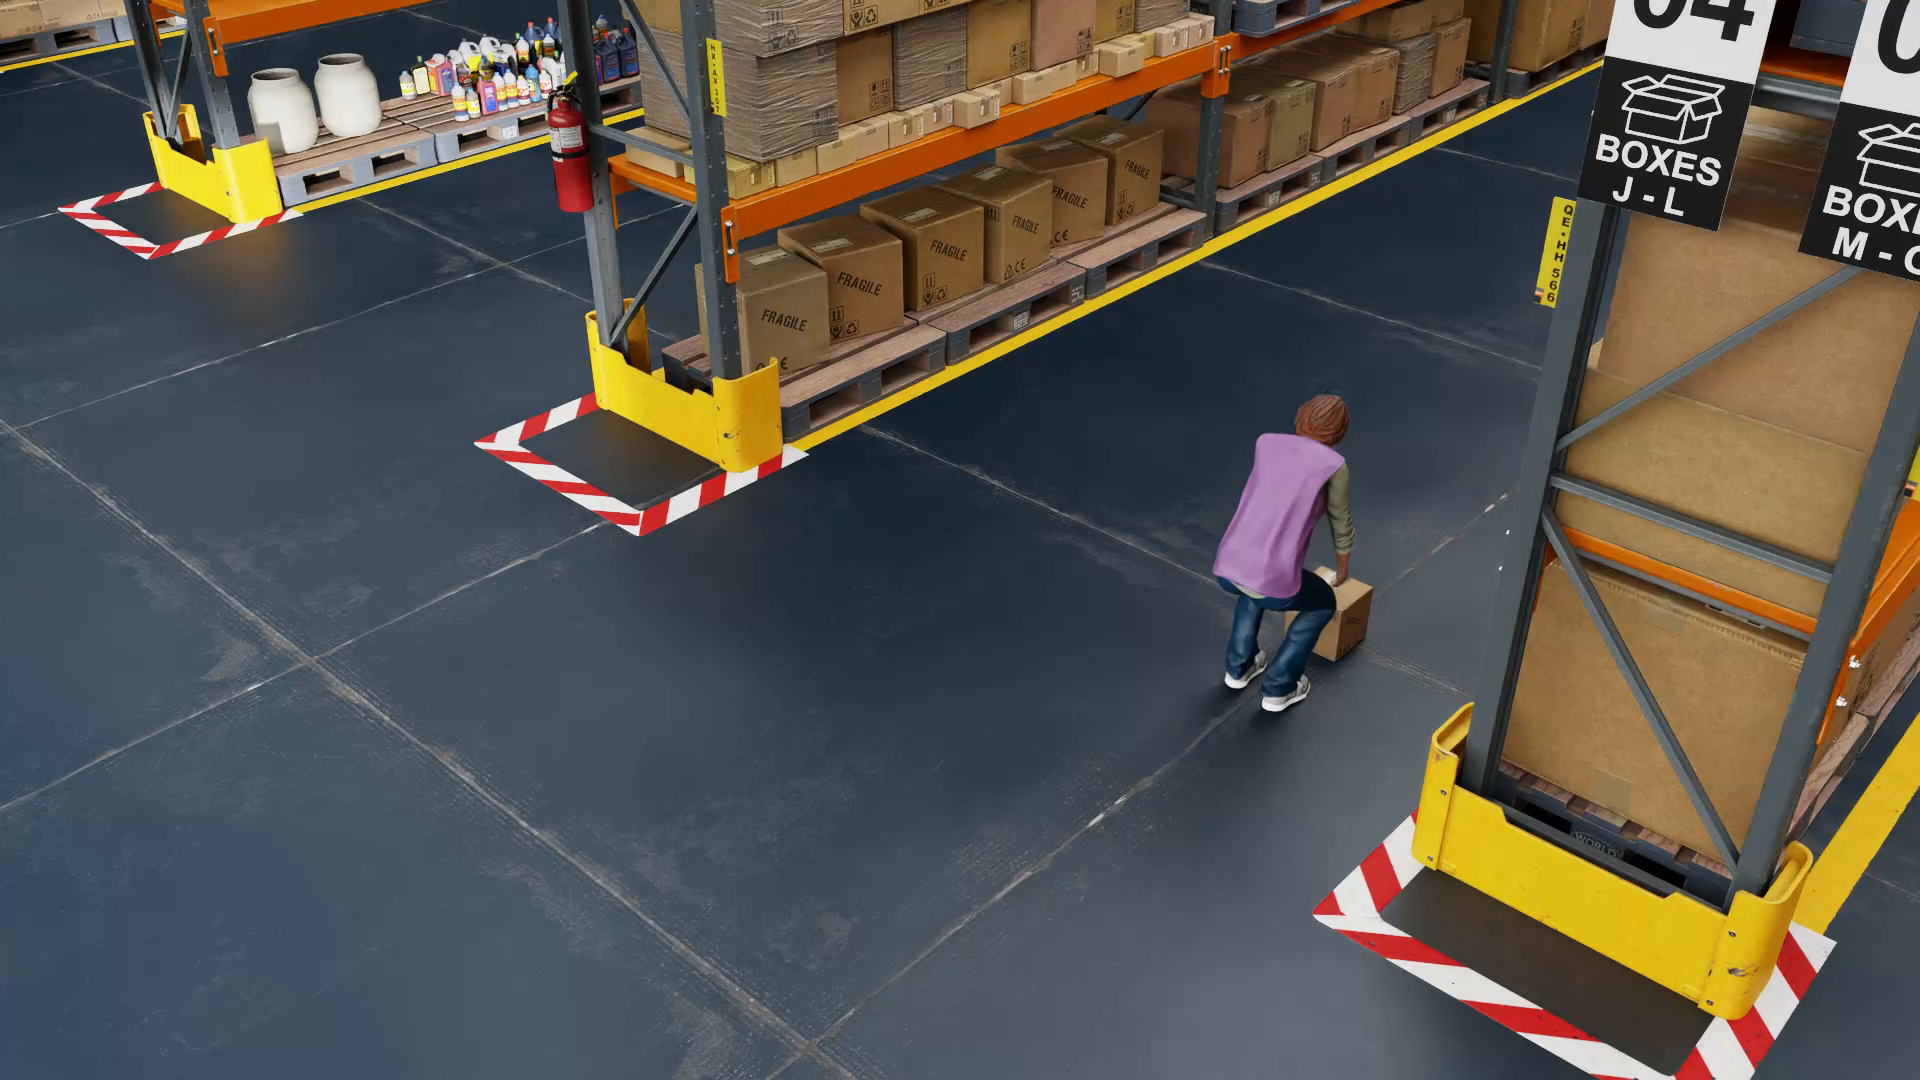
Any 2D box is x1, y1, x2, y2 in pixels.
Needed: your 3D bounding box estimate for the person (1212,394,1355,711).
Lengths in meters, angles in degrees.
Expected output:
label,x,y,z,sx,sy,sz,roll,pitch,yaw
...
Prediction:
label,x,y,z,sx,sy,sz,roll,pitch,yaw
person,1.233,0.067,6.445,0.463,1.171,0.714,26,40,35
